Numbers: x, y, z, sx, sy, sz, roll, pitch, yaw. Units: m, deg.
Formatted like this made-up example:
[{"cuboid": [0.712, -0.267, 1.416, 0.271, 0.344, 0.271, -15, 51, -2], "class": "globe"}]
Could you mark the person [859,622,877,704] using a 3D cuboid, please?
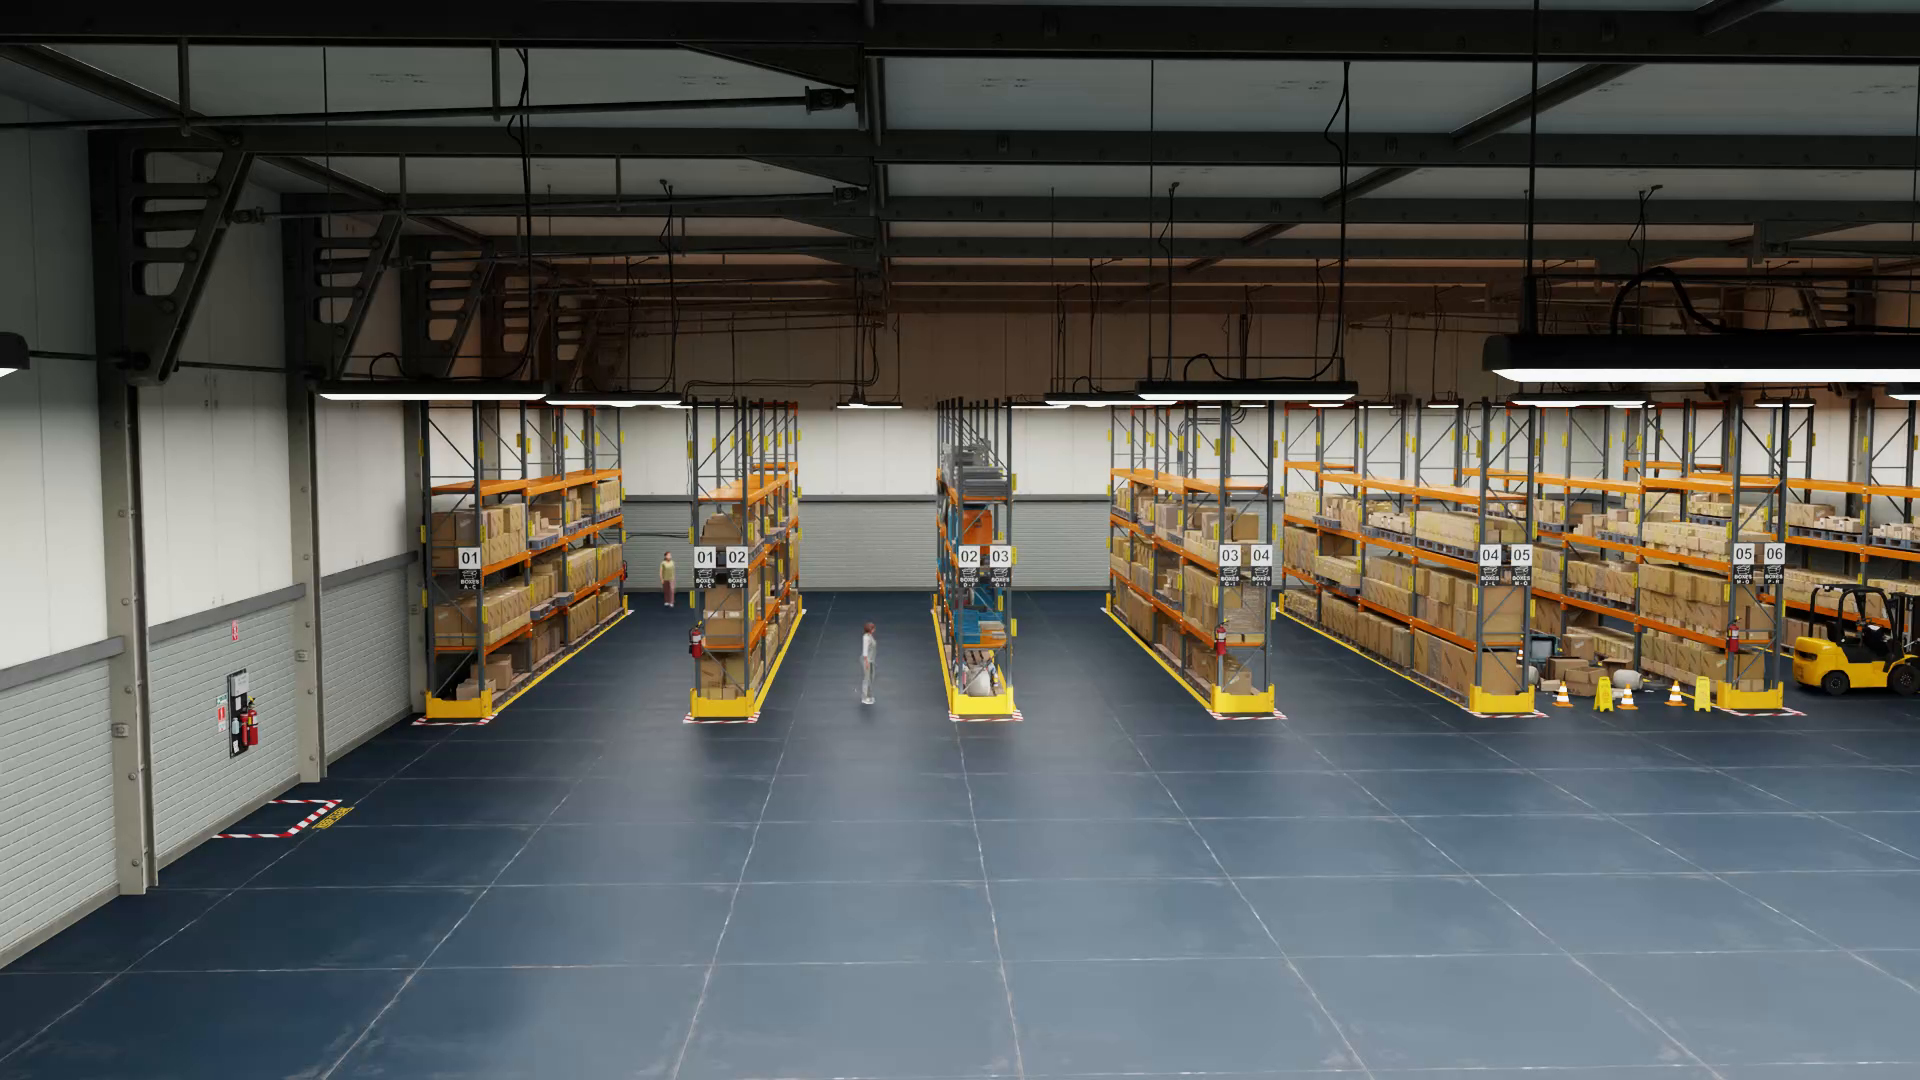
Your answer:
[{"cuboid": [-1.810, 2.435, 32.689, 0.329, 1.658, 0.506, 1, 4, 10], "class": "person"}]

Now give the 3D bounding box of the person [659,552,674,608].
[{"cuboid": [-8.537, 1.154, 48.441, 0.425, 1.616, 1.029, -1, 4, -7], "class": "person"}]

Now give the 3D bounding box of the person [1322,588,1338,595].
[{"cuboid": [10.706, 1.067, 48.747, 1.100, 1.720, 0.722, 1, 5, 12], "class": "person"}]
